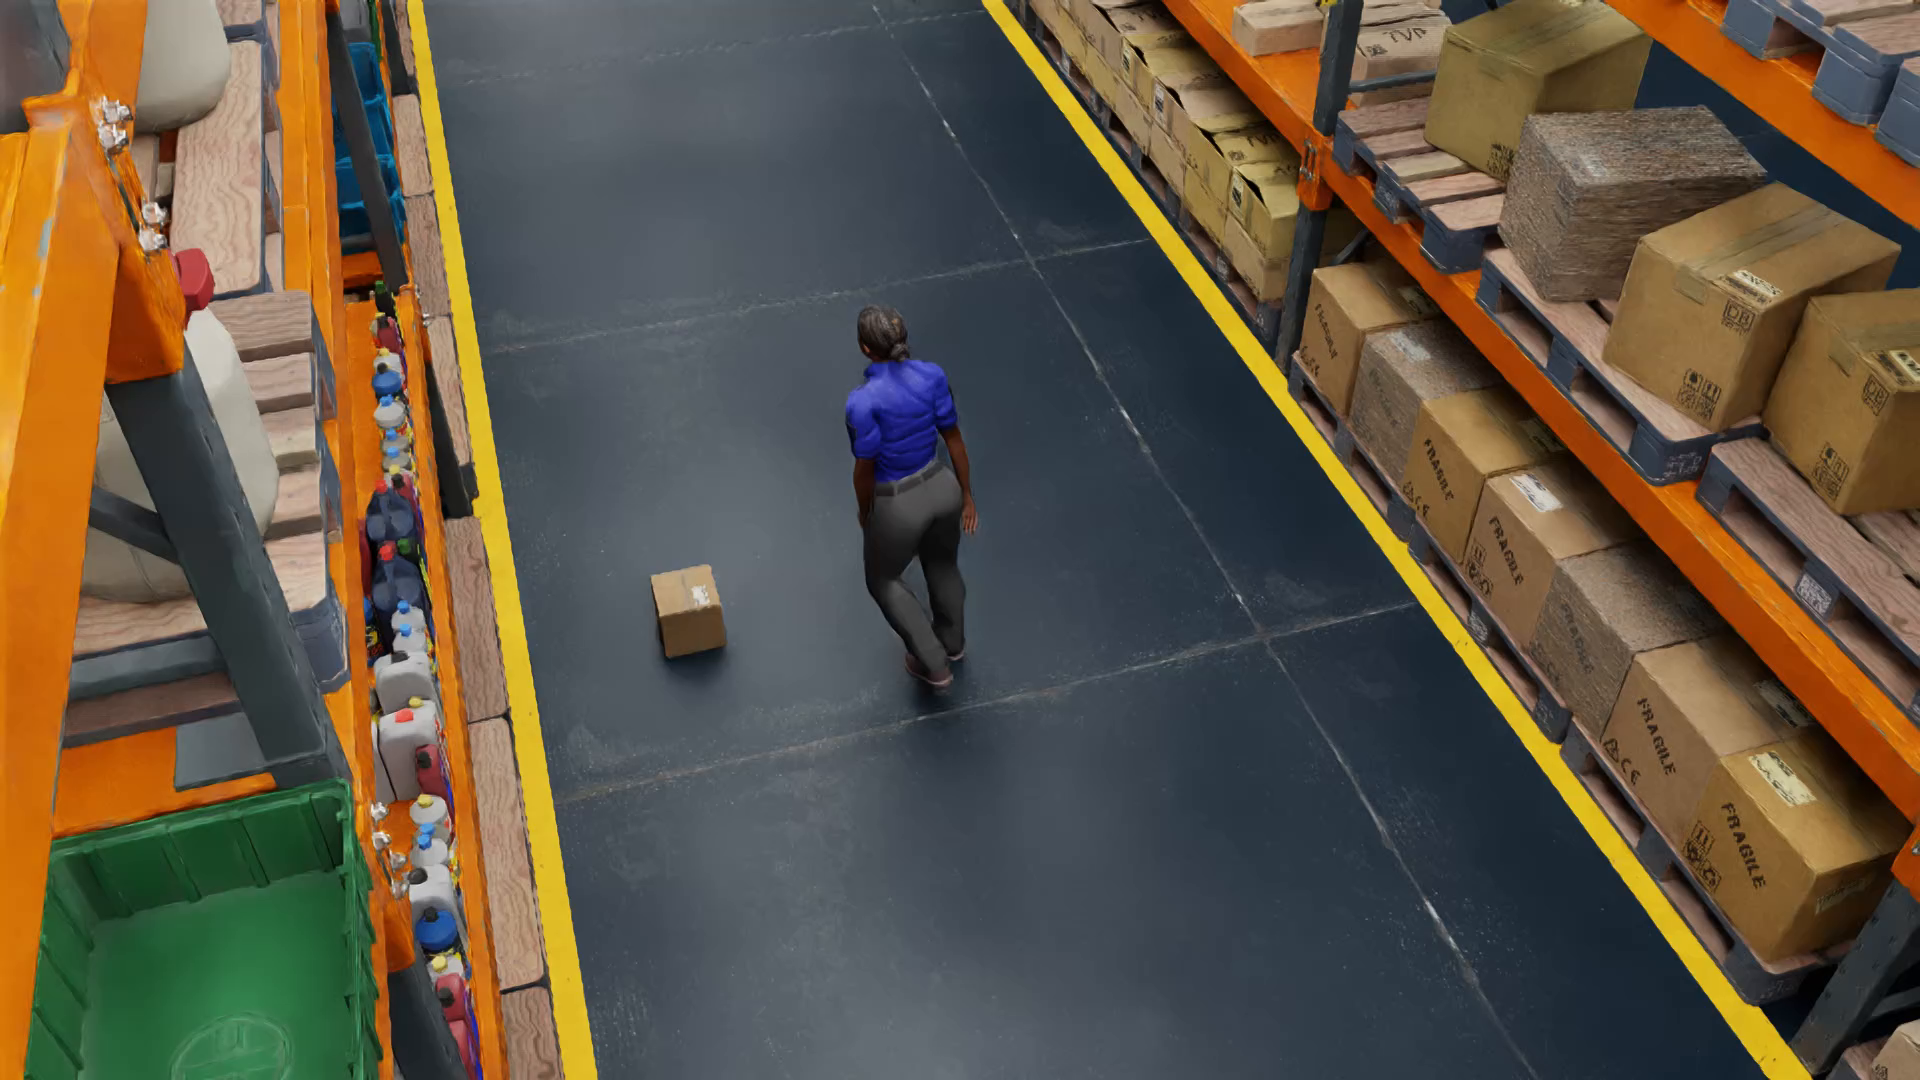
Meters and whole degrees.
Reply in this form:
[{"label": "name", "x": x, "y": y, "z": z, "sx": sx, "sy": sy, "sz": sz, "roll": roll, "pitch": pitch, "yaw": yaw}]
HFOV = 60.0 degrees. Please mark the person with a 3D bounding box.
[{"label": "person", "x": -0.164, "y": -0.122, "z": 6.315, "sx": 0.448, "sy": 1.636, "sz": 0.615, "roll": -30, "pitch": 50, "yaw": -29}]
